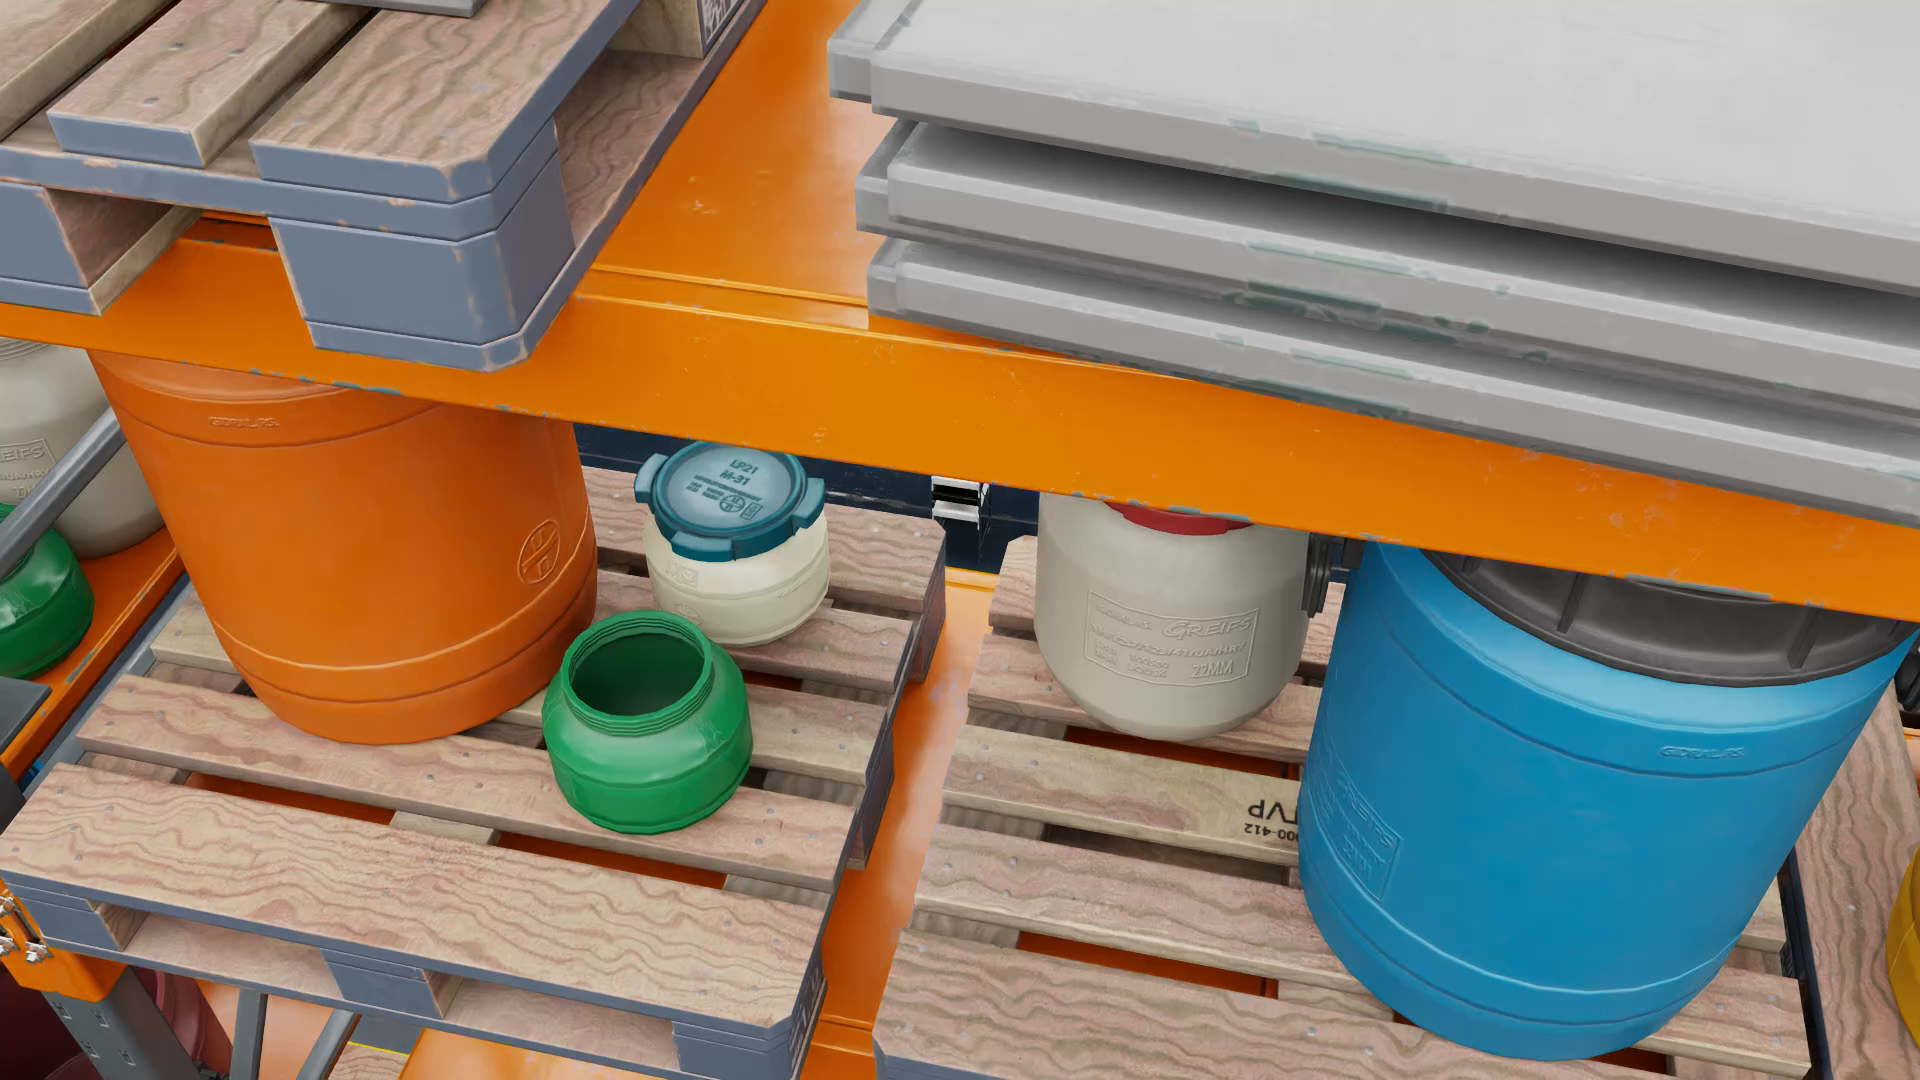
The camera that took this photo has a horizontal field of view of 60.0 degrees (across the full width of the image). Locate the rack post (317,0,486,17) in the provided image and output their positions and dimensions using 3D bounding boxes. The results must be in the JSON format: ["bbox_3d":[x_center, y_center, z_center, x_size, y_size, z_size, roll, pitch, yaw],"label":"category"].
[{"bbox_3d":[-0.722,-0.930,1.742,0.937,0.300,0.954,9,45,9],"label":"rack post"}]

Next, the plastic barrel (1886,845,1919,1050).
[{"bbox_3d":[1.530,0.427,2.002,0.600,0.588,0.600,0,44,0],"label":"plastic barrel"}]

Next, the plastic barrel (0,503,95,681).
[{"bbox_3d":[-1.690,0.095,2.898,0.294,0.245,0.294,0,44,0],"label":"plastic barrel"}]

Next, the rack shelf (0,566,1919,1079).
[{"bbox_3d":[0.514,0.604,2.776,4.000,0.370,1.077,9,45,9],"label":"rack shelf"}]

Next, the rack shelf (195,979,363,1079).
[{"bbox_3d":[-3.390,1.079,4.445,4.000,0.370,1.077,9,45,9],"label":"rack shelf"}]

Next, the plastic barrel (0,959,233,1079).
[{"bbox_3d":[-1.957,1.208,3.694,0.708,0.536,0.600,9,45,9],"label":"plastic barrel"}]

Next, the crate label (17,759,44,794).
[{"bbox_3d":[-2.349,0.776,4.215,0.616,0.435,0.502,9,45,9],"label":"crate label"}]

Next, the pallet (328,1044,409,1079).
[{"bbox_3d":[-2.186,1.983,4.997,1.213,0.211,1.003,9,45,9],"label":"pallet"}]

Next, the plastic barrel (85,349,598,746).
[{"bbox_3d":[-0.885,-0.177,2.455,0.708,0.830,0.600,9,45,9],"label":"plastic barrel"}]

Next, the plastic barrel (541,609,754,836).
[{"bbox_3d":[-0.454,0.262,2.421,0.294,0.245,0.294,0,44,0],"label":"plastic barrel"}]

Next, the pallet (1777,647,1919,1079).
[{"bbox_3d":[1.679,0.663,2.332,1.003,0.211,1.213,9,45,9],"label":"pallet"}]

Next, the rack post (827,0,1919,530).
[{"bbox_3d":[0.462,-0.474,1.574,0.954,0.300,0.937,13,45,13],"label":"rack post"}]

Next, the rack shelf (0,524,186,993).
[{"bbox_3d":[-3.390,-0.002,3.405,4.000,0.370,1.077,9,45,9],"label":"rack shelf"}]

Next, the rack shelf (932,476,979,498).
[{"bbox_3d":[0.008,-0.299,6.920,0.200,0.077,0.258,9,45,9],"label":"rack shelf"}]

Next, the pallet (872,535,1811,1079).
[{"bbox_3d":[0.572,0.493,2.508,1.213,0.211,1.003,9,45,9],"label":"pallet"}]

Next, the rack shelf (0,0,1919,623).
[{"bbox_3d":[0.514,-0.333,1.874,4.000,0.370,1.077,9,45,9],"label":"rack shelf"}]

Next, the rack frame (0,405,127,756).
[{"bbox_3d":[-1.438,-1.039,1.801,0.127,3.000,1.000,9,45,9],"label":"rack frame"}]

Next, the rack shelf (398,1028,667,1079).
[{"bbox_3d":[0.514,1.684,3.816,4.000,0.370,1.077,9,45,9],"label":"rack shelf"}]

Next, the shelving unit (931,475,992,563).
[{"bbox_3d":[0.008,-0.323,6.897,0.210,0.900,0.258,9,45,9],"label":"shelving unit"}]

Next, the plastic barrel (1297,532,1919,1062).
[{"bbox_3d":[0.766,0.160,2.053,0.708,0.901,0.600,9,45,9],"label":"plastic barrel"}]

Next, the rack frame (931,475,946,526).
[{"bbox_3d":[-0.091,-0.338,6.913,0.006,0.900,0.240,9,45,9],"label":"rack frame"}]

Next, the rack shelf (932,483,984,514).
[{"bbox_3d":[0.008,-0.234,6.982,0.200,0.077,0.258,9,45,9],"label":"rack shelf"}]

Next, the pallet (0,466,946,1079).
[{"bbox_3d":[-0.713,0.292,2.717,1.213,0.211,1.003,9,45,9],"label":"pallet"}]

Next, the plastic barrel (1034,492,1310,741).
[{"bbox_3d":[0.325,0.008,2.475,0.433,0.535,0.433,0,44,0],"label":"plastic barrel"}]

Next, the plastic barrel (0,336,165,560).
[{"bbox_3d":[-1.674,-0.253,3.066,0.421,0.512,0.421,0,44,0],"label":"plastic barrel"}]

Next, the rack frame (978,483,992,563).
[{"bbox_3d":[0.107,-0.308,6.881,0.006,0.900,0.240,9,45,9],"label":"rack frame"}]

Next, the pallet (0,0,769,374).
[{"bbox_3d":[-0.741,-0.697,1.870,1.003,0.211,1.213,9,45,9],"label":"pallet"}]

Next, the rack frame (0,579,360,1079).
[{"bbox_3d":[-1.438,1.122,3.881,0.127,3.000,1.000,9,45,9],"label":"rack frame"}]

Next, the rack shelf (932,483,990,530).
[{"bbox_3d":[0.008,-0.169,7.045,0.200,0.077,0.258,9,45,9],"label":"rack shelf"}]

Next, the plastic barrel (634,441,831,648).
[{"bbox_3d":[-0.360,0.003,2.678,0.301,0.262,0.301,0,44,0],"label":"plastic barrel"}]
